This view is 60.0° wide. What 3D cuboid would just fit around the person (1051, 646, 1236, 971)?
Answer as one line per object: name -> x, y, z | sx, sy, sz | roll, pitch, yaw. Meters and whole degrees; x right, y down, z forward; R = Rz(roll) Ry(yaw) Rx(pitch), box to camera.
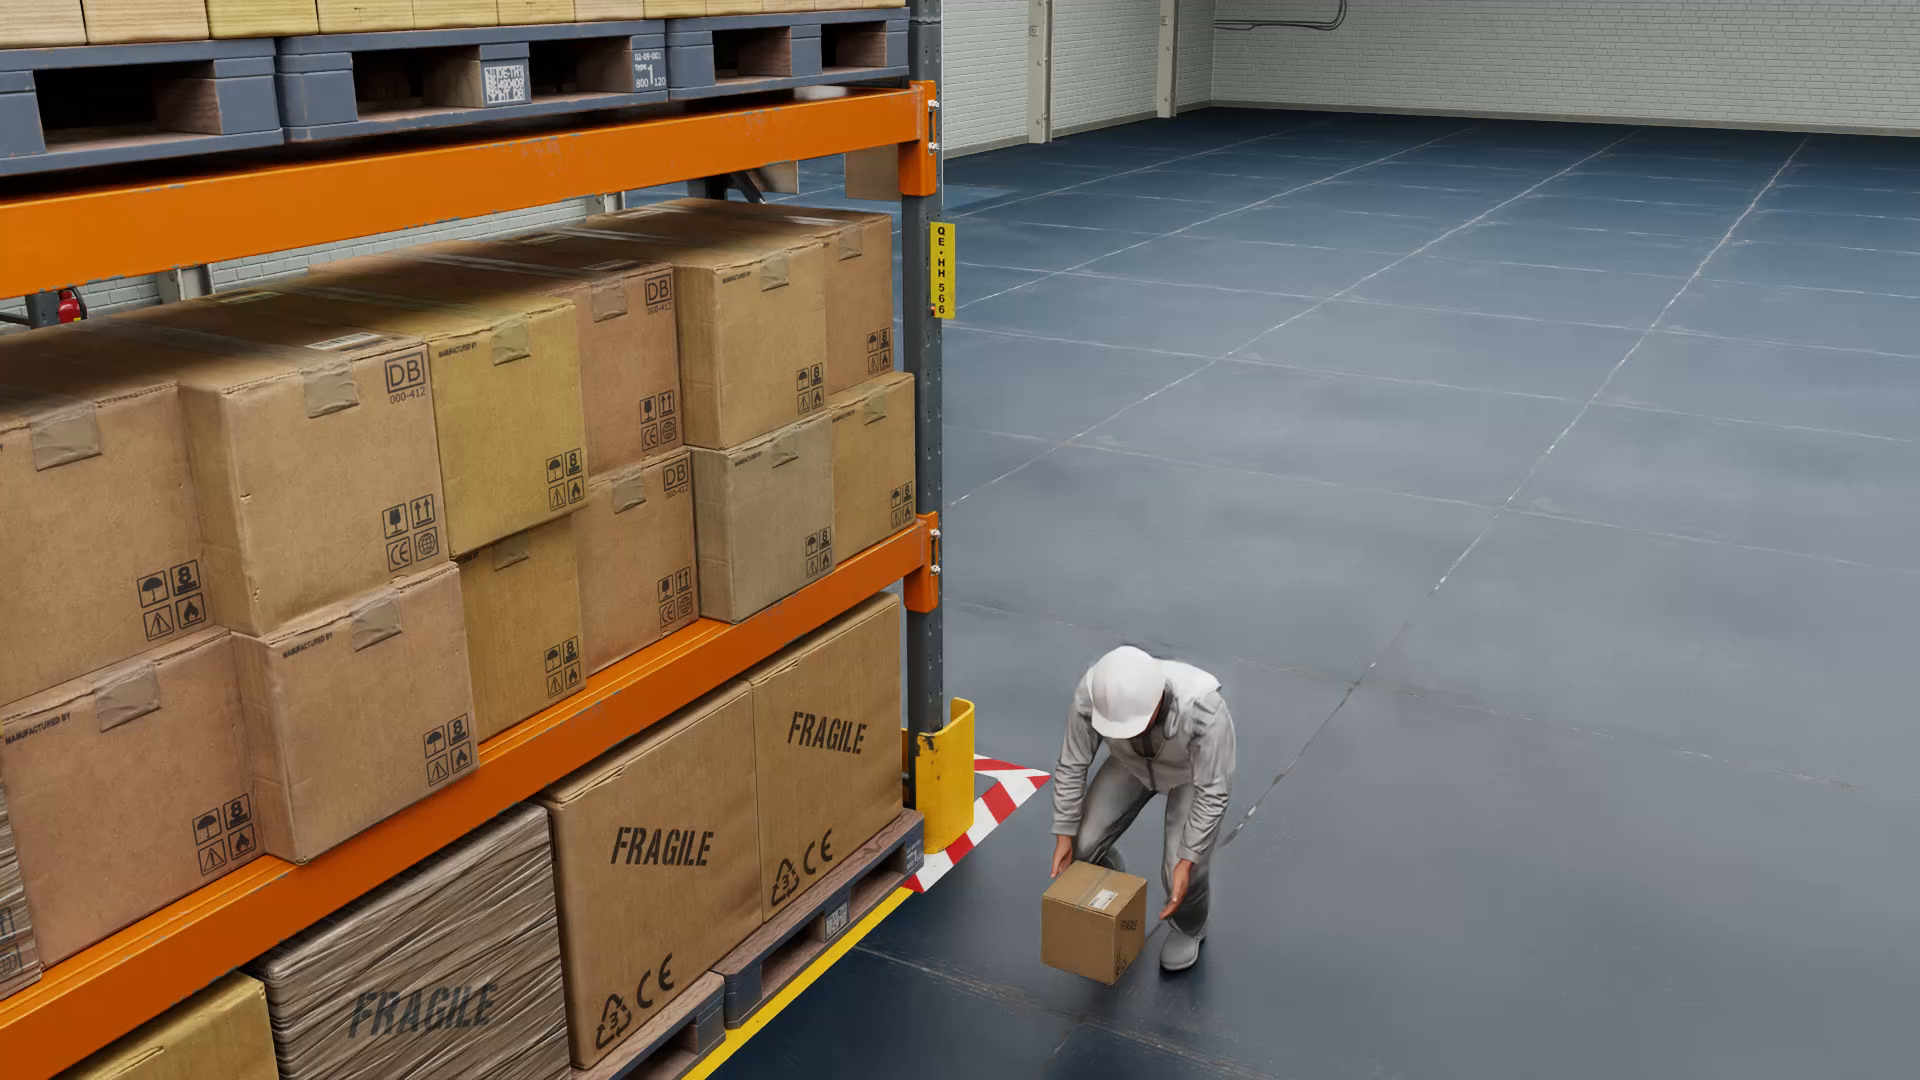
person -> 0.641, 0.829, 5.458 | 0.579, 1.249, 0.837 | 10, 22, 27
